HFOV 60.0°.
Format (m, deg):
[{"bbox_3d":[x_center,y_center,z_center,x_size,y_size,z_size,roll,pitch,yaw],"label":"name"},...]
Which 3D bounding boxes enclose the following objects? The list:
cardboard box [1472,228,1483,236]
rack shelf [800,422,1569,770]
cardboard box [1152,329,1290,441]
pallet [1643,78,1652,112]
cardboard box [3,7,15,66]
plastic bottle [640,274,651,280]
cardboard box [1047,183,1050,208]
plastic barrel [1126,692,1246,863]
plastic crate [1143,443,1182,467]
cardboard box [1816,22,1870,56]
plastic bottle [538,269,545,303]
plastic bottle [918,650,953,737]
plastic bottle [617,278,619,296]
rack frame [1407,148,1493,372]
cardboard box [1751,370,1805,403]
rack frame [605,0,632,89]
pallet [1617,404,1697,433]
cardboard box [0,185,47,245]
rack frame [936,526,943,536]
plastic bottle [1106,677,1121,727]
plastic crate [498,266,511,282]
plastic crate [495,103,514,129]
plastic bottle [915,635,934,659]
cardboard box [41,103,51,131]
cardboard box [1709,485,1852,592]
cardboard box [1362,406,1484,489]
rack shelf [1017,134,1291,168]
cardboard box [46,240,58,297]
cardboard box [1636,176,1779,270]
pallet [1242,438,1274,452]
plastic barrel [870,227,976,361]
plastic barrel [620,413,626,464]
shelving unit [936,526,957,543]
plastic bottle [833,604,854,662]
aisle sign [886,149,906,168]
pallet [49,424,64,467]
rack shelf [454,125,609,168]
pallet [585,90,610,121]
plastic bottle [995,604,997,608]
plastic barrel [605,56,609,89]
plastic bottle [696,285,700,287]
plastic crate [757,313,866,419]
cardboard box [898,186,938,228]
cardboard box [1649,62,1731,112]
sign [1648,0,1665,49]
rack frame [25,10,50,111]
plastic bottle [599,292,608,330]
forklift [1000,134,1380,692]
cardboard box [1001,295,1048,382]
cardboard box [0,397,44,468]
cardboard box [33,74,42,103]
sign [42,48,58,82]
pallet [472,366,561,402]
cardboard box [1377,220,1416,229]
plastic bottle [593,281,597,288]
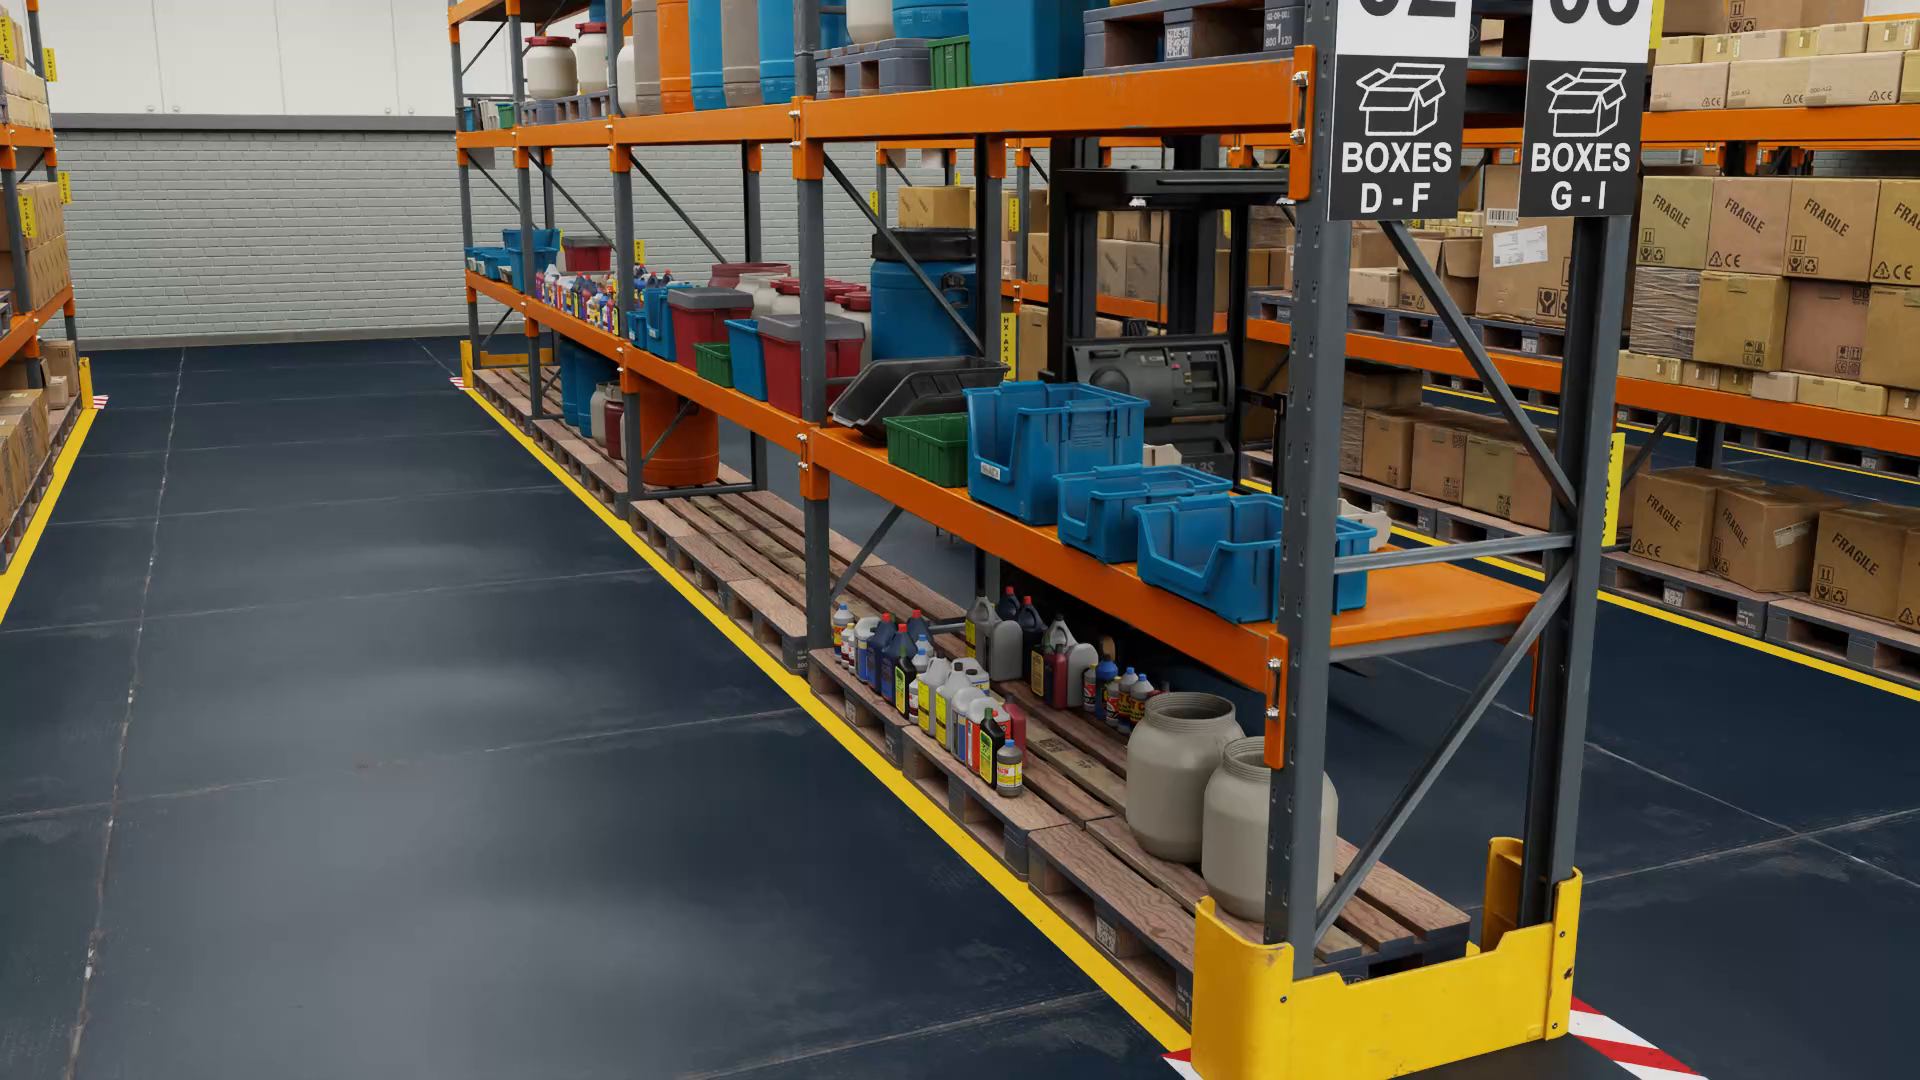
[{"bbox_3d":[5.691,-3.254,17.744,0.380,0.149,0.250,-6,14,-25],"label":"cardboard box"},{"bbox_3d":[0.523,-0.019,6.397,1.077,0.370,4.000,-6,14,-23],"label":"rack shelf"},{"bbox_3d":[2.400,-1.371,14.421,1.225,0.875,0.875,-6,14,-26],"label":"cardboard box"},{"bbox_3d":[4.110,-2.738,10.310,1.213,0.211,1.003,-6,14,-23],"label":"pallet"},{"bbox_3d":[-8.529,-4.302,14.215,0.700,0.500,0.500,-6,14,-23],"label":"cardboard box"},{"bbox_3d":[-2.680,-2.144,14.254,0.152,0.276,0.135,-6,14,-23],"label":"plastic bottle"},{"bbox_3d":[1.319,-3.290,16.484,0.797,0.503,0.637,-6,14,-24],"label":"cardboard box"},{"bbox_3d":[0.790,0.818,5.769,0.421,0.512,0.421,0,13,0],"label":"plastic barrel"},{"bbox_3d":[0.604,-0.342,6.780,0.530,0.136,0.437,-6,14,-23],"label":"plastic crate"},{"bbox_3d":[4.531,-2.502,8.322,0.380,0.149,0.250,-6,14,-24],"label":"cardboard box"},{"bbox_3d":[-3.673,-2.237,14.643,0.061,0.283,0.133,-6,14,-23],"label":"plastic bottle"},{"bbox_3d":[-0.089,0.624,6.920,0.144,0.351,0.185,-6,14,-23],"label":"plastic bottle"},{"bbox_3d":[-2.873,-2.200,14.334,0.144,0.351,0.185,-6,14,-23],"label":"plastic bottle"},{"bbox_3d":[5.641,-3.310,19.021,1.000,3.000,0.127,-6,14,-23],"label":"rack frame"},{"bbox_3d":[4.456,-0.828,8.854,0.380,0.149,0.250,-6,14,-23],"label":"cardboard box"},{"bbox_3d":[-1.880,-4.532,10.995,1.000,3.000,0.127,-6,14,-23],"label":"rack frame"},{"bbox_3d":[6.931,-1.287,16.463,1.003,0.211,1.213,-6,14,-23],"label":"pallet"},{"bbox_3d":[-8.366,-2.861,14.638,0.500,0.500,0.500,-6,14,-25],"label":"cardboard box"},{"bbox_3d":[-0.070,-0.548,11.408,0.200,1.050,0.008,-6,14,-23],"label":"rack frame"},{"bbox_3d":[0.666,0.678,7.020,0.097,0.201,0.097,0,13,0],"label":"plastic bottle"},{"bbox_3d":[-4.456,-2.669,16.702,0.293,0.136,0.466,-6,14,-23],"label":"plastic crate"},{"bbox_3d":[-4.140,-3.975,15.611,0.416,0.233,0.300,-6,14,-23],"label":"plastic crate"},{"bbox_3d":[-0.166,0.555,7.394,0.097,0.271,0.097,0,13,0],"label":"plastic bottle"},{"bbox_3d":[-9.178,-4.122,16.206,0.500,0.250,0.500,-6,14,-23],"label":"cardboard box"},{"bbox_3d":[4.620,-0.013,9.387,0.500,0.500,0.500,-1,13,-5],"label":"cardboard box"},{"bbox_3d":[3.412,-0.687,12.253,0.700,0.500,0.500,-4,14,-18],"label":"cardboard box"},{"bbox_3d":[1.857,-3.581,15.133,1.077,0.370,4.000,-6,14,-23],"label":"rack shelf"},{"bbox_3d":[-8.589,-2.482,15.219,0.500,0.500,0.500,-6,14,-24],"label":"cardboard box"},{"bbox_3d":[4.207,-1.795,9.376,0.500,0.500,0.500,-6,14,-23],"label":"cardboard box"},{"bbox_3d":[2.411,-0.868,14.652,1.003,0.211,1.213,-6,14,-23],"label":"pallet"},{"bbox_3d":[-0.155,-1.135,8.508,0.600,0.901,0.708,-6,14,-23],"label":"plastic barrel"},{"bbox_3d":[-2.400,-0.810,12.804,0.421,0.512,0.421,0,13,0],"label":"plastic barrel"},{"bbox_3d":[-0.021,-0.523,11.299,0.215,1.050,0.252,-6,14,-23],"label":"shelving unit"},{"bbox_3d":[-0.552,0.437,7.904,0.097,0.271,0.097,0,13,0],"label":"plastic bottle"},{"bbox_3d":[-0.850,-4.964,20.400,0.394,0.787,0.004,-6,14,-23],"label":"aisle sign"},{"bbox_3d":[-8.297,-0.773,14.241,1.003,0.211,1.213,-6,14,-23],"label":"pallet"},{"bbox_3d":[-4.284,-3.960,16.771,1.077,0.370,4.000,-6,14,-23],"label":"rack shelf"},{"bbox_3d":[-2.097,-3.146,12.076,1.003,0.211,1.213,-6,14,-23],"label":"pallet"},{"bbox_3d":[0.217,0.396,8.057,0.061,0.283,0.133,-5,14,-20],"label":"plastic bottle"},{"bbox_3d":[-2.444,-3.416,12.202,0.301,0.262,0.301,0,13,0],"label":"plastic barrel"},{"bbox_3d":[-2.047,-1.846,12.954,0.061,0.283,0.133,-6,14,-23],"label":"plastic bottle"},{"bbox_3d":[-0.752,-0.887,8.407,0.402,0.464,0.583,-6,14,-23],"label":"plastic crate"},{"bbox_3d":[-0.402,-3.920,19.665,0.500,0.500,0.500,-6,14,-24],"label":"cardboard box"},{"bbox_3d":[4.206,-2.503,9.211,0.500,0.250,0.500,-6,14,-25],"label":"cardboard box"},{"bbox_3d":[1.830,-1.471,4.402,0.100,0.325,0.005,-6,14,-23],"label":"sign"},{"bbox_3d":[-9.625,-5.738,16.207,1.000,3.000,0.127,-6,14,-23],"label":"rack frame"},{"bbox_3d":[-2.633,-1.705,12.371,0.097,0.271,0.097,0,13,0],"label":"plastic bottle"},{"bbox_3d":[1.111,-0.881,8.675,1.130,2.935,3.031,-5,14,-19],"label":"forklift"},{"bbox_3d":[0.864,-2.196,17.988,0.875,0.875,0.875,-6,14,-23],"label":"cardboard box"},{"bbox_3d":[-7.372,-0.807,12.772,0.500,0.500,0.500,-6,14,-23],"label":"cardboard box"},{"bbox_3d":[-8.985,-4.261,15.700,0.500,0.250,0.500,-6,14,-23],"label":"cardboard box"},{"bbox_3d":[-9.109,-4.754,16.644,0.100,0.325,0.005,-6,14,-23],"label":"sign"},{"bbox_3d":[-4.790,-1.730,18.376,1.003,0.211,1.213,-6,14,-23],"label":"pallet"},{"bbox_3d":[5.188,-3.578,19.297,0.500,0.500,0.500,-6,14,-23],"label":"cardboard box"},{"bbox_3d":[-2.951,-1.950,13.430,0.097,0.271,0.097,0,13,0],"label":"plastic bottle"}]
